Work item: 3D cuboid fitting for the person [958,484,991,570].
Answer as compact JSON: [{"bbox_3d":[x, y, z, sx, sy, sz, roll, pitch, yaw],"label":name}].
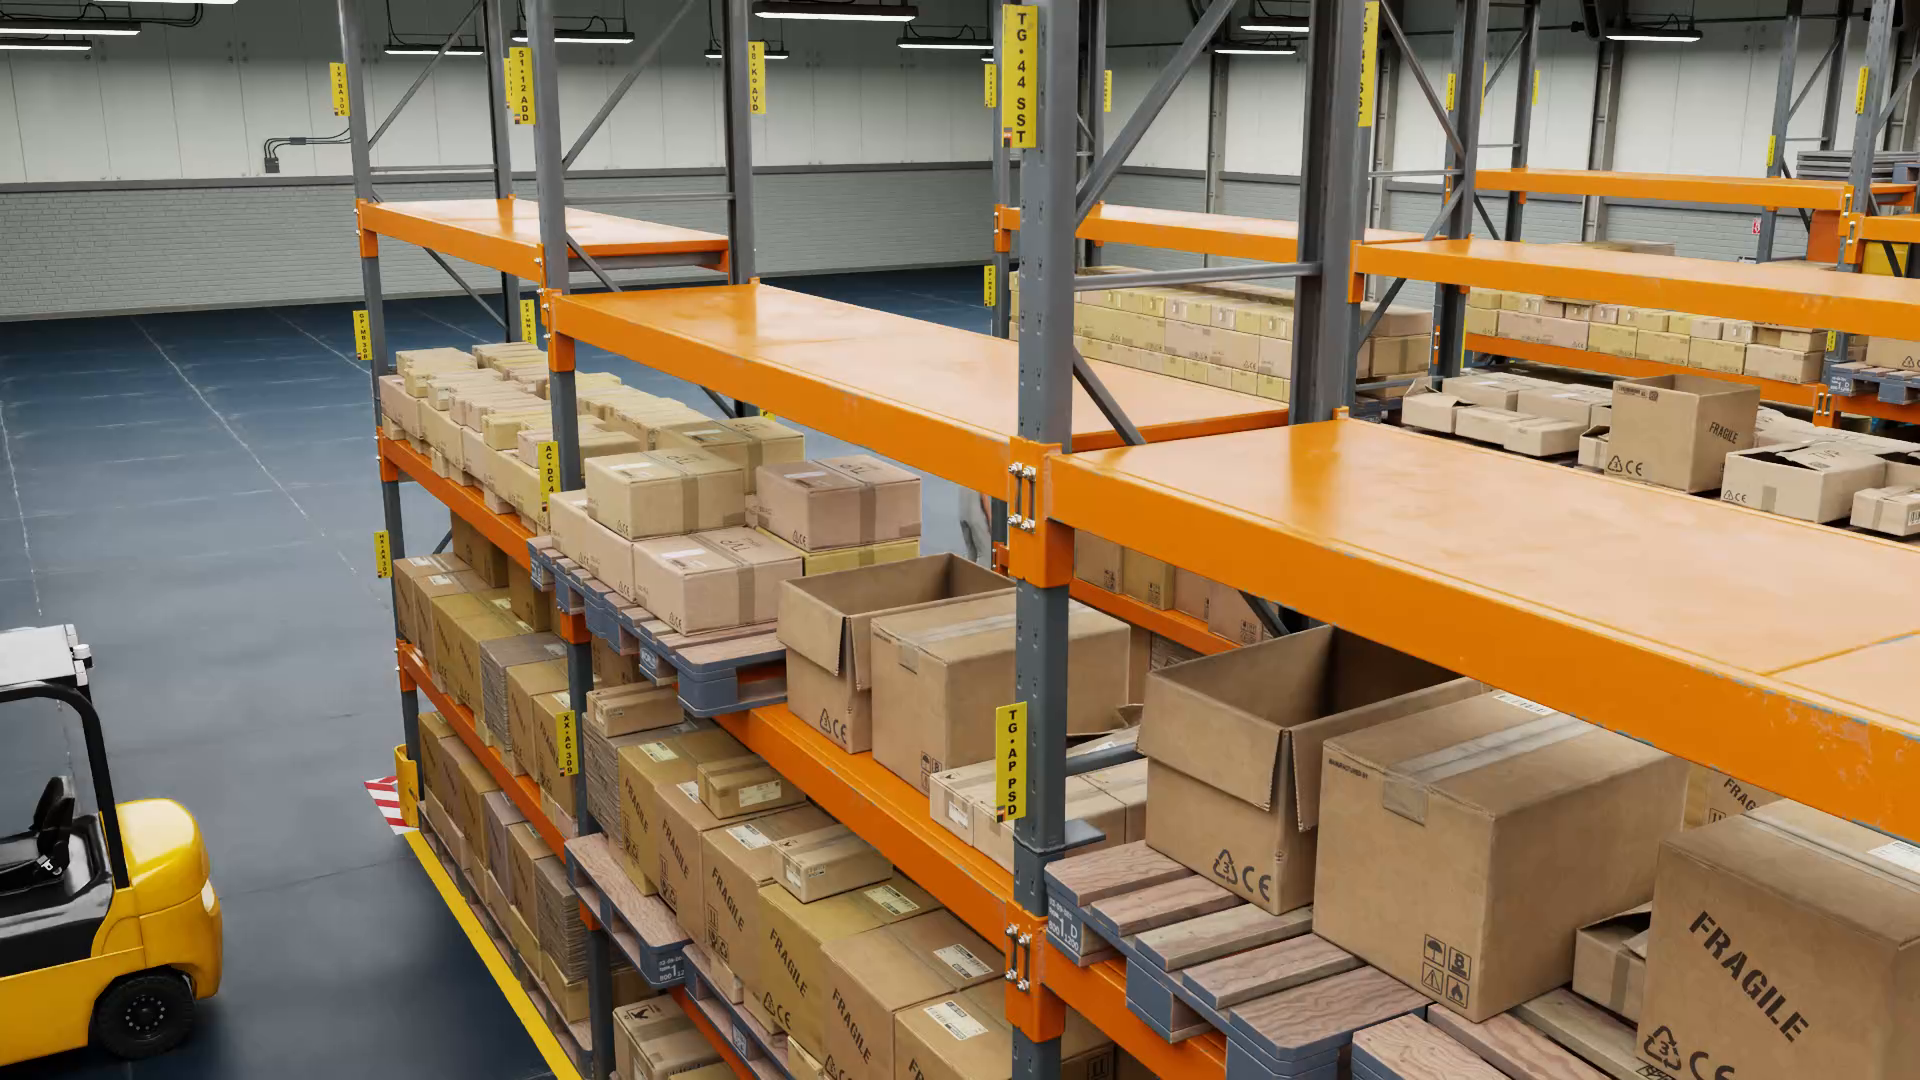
[{"bbox_3d":[0.181,-0.215,16.829,0.369,1.671,0.512,-10,18,-33],"label":"person"}]
